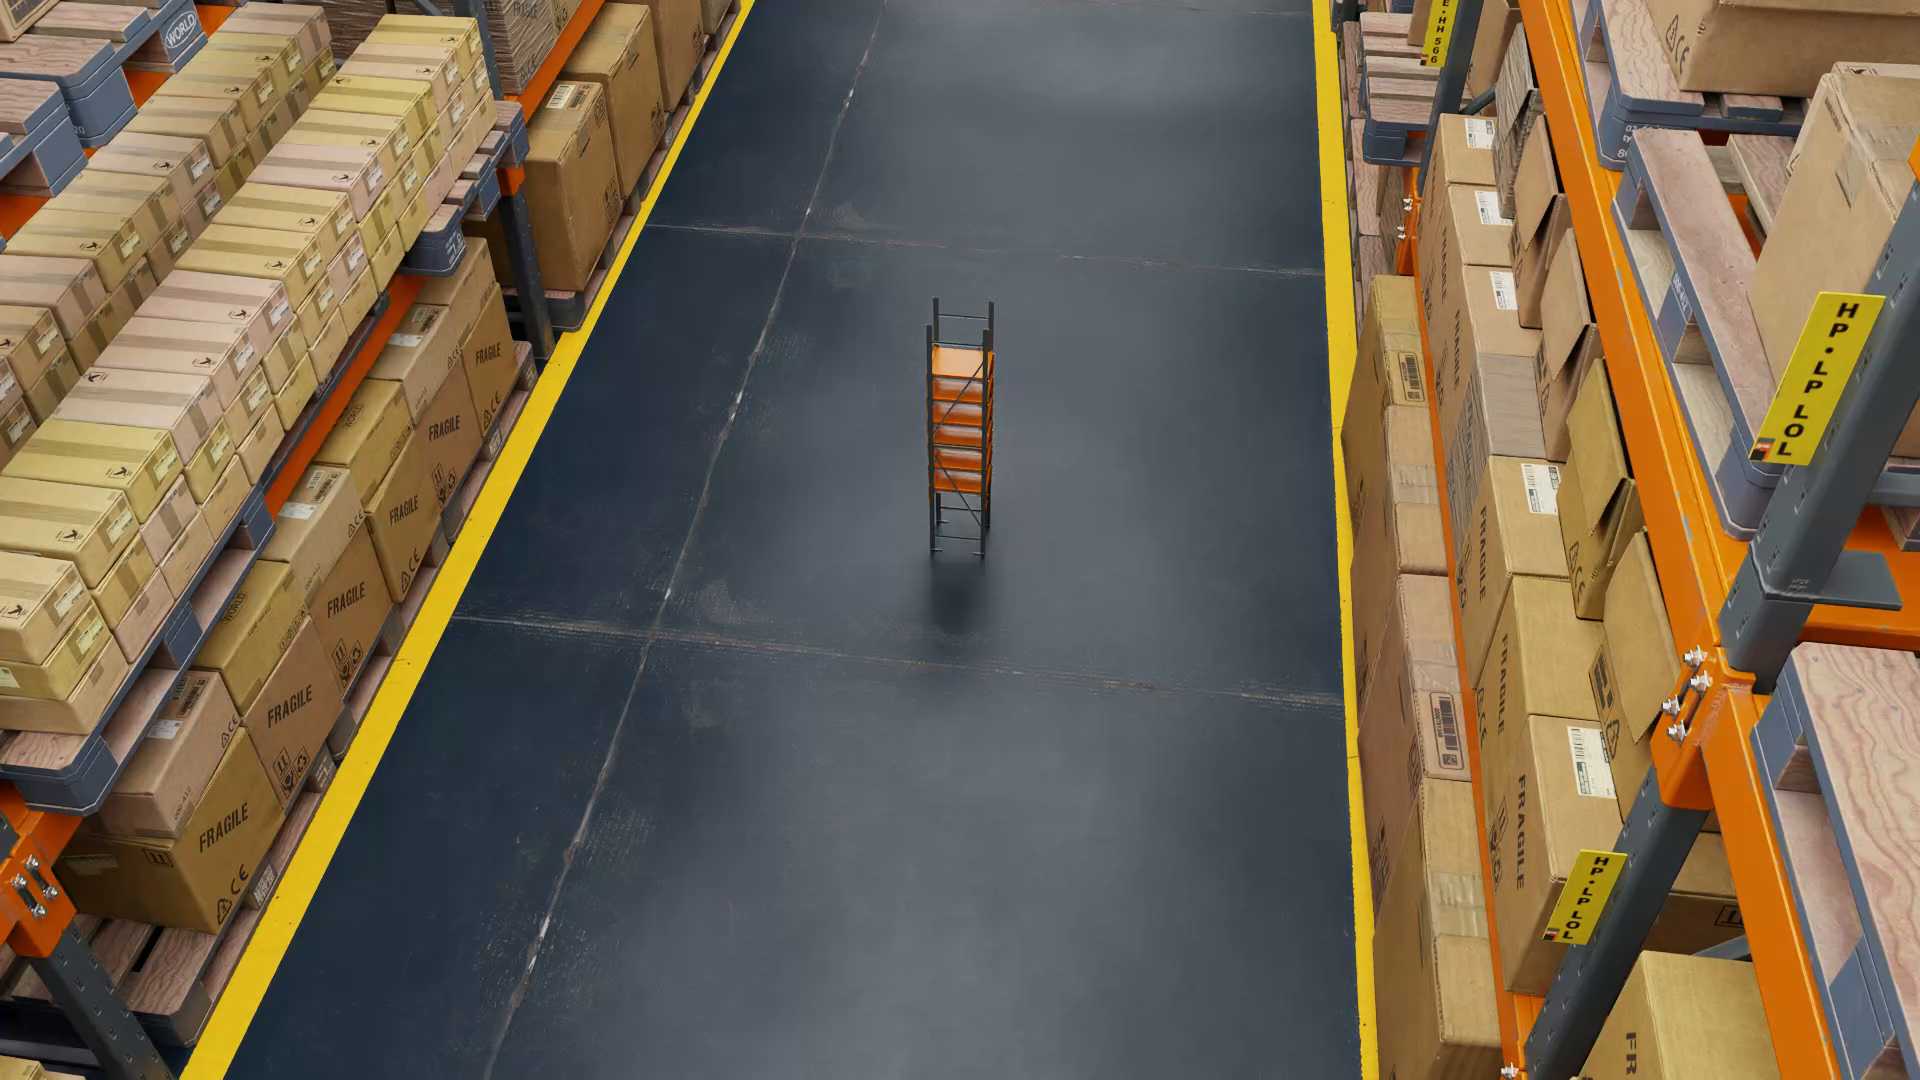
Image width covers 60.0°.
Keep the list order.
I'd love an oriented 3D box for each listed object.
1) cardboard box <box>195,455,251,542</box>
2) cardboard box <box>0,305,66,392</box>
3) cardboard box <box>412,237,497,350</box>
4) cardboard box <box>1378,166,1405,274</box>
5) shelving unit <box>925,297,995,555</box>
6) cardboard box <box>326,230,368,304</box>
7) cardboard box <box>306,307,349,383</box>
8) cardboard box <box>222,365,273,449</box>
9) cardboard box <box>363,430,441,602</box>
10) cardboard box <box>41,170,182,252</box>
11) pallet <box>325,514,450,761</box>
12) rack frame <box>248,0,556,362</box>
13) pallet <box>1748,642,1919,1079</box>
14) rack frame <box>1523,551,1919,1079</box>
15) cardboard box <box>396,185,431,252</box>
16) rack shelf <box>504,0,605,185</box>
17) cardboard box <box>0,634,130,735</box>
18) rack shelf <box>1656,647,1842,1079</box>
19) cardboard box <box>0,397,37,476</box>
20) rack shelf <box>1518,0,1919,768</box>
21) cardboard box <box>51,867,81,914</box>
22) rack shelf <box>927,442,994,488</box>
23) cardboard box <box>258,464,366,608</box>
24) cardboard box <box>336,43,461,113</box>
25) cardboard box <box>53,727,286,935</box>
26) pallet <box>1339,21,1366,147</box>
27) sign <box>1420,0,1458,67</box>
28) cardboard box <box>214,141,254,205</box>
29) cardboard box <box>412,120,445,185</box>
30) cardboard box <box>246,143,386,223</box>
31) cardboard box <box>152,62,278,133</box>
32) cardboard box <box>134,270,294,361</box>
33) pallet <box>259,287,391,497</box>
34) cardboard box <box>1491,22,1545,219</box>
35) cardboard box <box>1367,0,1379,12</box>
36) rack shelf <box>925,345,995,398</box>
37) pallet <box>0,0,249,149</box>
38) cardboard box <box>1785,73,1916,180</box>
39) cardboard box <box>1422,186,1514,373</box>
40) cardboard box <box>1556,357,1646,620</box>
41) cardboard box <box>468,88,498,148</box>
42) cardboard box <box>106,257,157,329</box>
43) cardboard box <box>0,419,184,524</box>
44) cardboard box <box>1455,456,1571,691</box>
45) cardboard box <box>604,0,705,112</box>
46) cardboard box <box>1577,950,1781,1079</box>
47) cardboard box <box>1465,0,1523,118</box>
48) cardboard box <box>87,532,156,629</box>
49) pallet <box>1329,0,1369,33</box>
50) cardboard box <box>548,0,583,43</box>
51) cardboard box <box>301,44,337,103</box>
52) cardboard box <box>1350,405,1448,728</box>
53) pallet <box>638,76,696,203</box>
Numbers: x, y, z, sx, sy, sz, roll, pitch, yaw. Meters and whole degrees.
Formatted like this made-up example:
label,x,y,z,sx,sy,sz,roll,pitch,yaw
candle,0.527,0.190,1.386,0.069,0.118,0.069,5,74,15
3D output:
label,x,y,z,sx,sy,sz,roll,pitch,yaw
cardboard box,-2.436,-0.147,5.123,0.380,0.149,0.250,6,44,6
cardboard box,-3.045,-0.603,5.172,0.380,0.149,0.250,4,44,4
cardboard box,-2.347,-1.082,7.201,0.500,0.250,0.500,4,44,5
cardboard box,2.516,-1.625,8.305,0.700,0.500,0.500,2,43,2
shelving unit,0.002,-0.446,6.870,0.258,1.200,0.189,5,44,6
cardboard box,-2.299,-0.967,5.773,0.380,0.149,0.250,6,44,7
cardboard box,-2.334,-0.679,5.684,0.380,0.149,0.250,3,44,4
cardboard box,-2.404,-0.439,5.215,0.380,0.149,0.250,7,44,7
cardboard box,-2.471,-0.112,6.722,0.500,0.500,0.500,3,44,4
cardboard box,-2.942,-1.139,5.738,0.380,0.149,0.250,6,44,7
pallet,-2.785,0.319,6.782,1.003,0.211,1.213,5,44,6
rack frame,-2.517,-2.055,7.261,1.000,3.000,0.127,5,44,6
pallet,1.739,0.691,2.244,1.003,0.211,1.213,5,44,6
rack frame,1.858,1.191,3.833,1.000,3.000,0.127,5,44,6
cardboard box,-2.231,-1.224,6.261,0.380,0.149,0.250,5,44,5
rack shelf,-2.252,-3.157,8.948,1.077,0.370,4.000,5,44,6
cardboard box,-2.538,0.383,4.563,0.380,0.149,0.250,3,44,3
rack shelf,1.593,1.726,1.609,1.077,0.370,4.000,5,44,6
cardboard box,-3.088,-0.323,5.092,0.380,0.149,0.250,4,44,4
rack shelf,2.122,-1.000,4.488,1.077,0.370,4.000,5,44,6
cardboard box,-3.197,0.899,5.654,0.500,0.500,0.500,4,44,5
rack shelf,0.002,-0.326,6.983,0.258,0.103,0.180,5,44,6
cardboard box,-2.546,-0.036,6.096,0.500,0.250,0.500,7,44,7
cardboard box,-2.163,-1.786,6.421,0.380,0.149,0.250,5,44,5
cardboard box,-2.685,0.947,5.603,0.500,0.500,0.500,7,44,7
pallet,2.814,-2.718,9.989,1.003,0.211,1.213,5,44,6
sign,1.847,-1.970,6.386,0.100,0.325,0.005,5,44,6
cardboard box,-2.878,-1.374,6.202,0.380,0.149,0.250,5,44,6
cardboard box,-2.196,-1.485,6.319,0.380,0.149,0.250,6,44,7
cardboard box,-2.266,-1.261,5.867,0.380,0.149,0.250,5,44,6
cardboard box,-2.840,-1.685,6.314,0.380,0.149,0.250,5,44,5
cardboard box,-2.368,-0.714,5.289,0.380,0.149,0.250,7,44,7
pallet,-2.738,-0.632,5.898,1.003,0.211,1.213,5,44,6
cardboard box,2.274,-1.439,5.808,0.797,0.503,0.637,7,44,7
cardboard box,2.813,-3.097,9.859,0.700,0.500,0.500,2,43,2
rack shelf,0.002,-0.675,6.653,0.258,0.103,0.180,5,44,6
pallet,-2.724,-1.468,4.596,1.213,0.211,1.003,5,44,6
cardboard box,2.092,-0.758,3.469,0.500,0.311,0.500,4,44,4
cardboard box,1.987,-0.913,5.982,0.500,0.500,0.500,4,44,4
cardboard box,2.036,-0.112,4.407,0.797,0.503,0.637,6,44,6
cardboard box,-2.126,-1.738,6.804,0.380,0.149,0.250,6,44,6
cardboard box,-2.980,-0.851,5.650,0.380,0.149,0.250,7,44,7
cardboard box,-2.470,-0.198,4.744,0.380,0.149,0.250,6,44,6
cardboard box,1.783,0.118,4.894,0.500,0.500,0.500,5,44,5
cardboard box,-2.112,-3.028,9.620,1.050,0.750,0.750,5,44,6
cardboard box,1.541,1.168,3.204,0.500,0.500,0.500,5,44,6
cardboard box,2.418,-2.096,6.926,0.500,0.500,0.500,0,43,0
cardboard box,-2.505,0.098,4.648,0.380,0.149,0.250,4,44,5
pallet,2.969,-3.710,11.036,1.003,0.211,1.213,5,44,6
cardboard box,-2.125,-2.719,7.890,0.500,0.500,0.500,5,44,5
cardboard box,-2.780,-1.913,6.772,0.380,0.149,0.250,7,44,7
cardboard box,2.149,0.159,6.162,1.225,0.875,0.875,5,44,6
pallet,-2.174,-2.402,9.655,1.003,0.211,1.213,5,44,6
